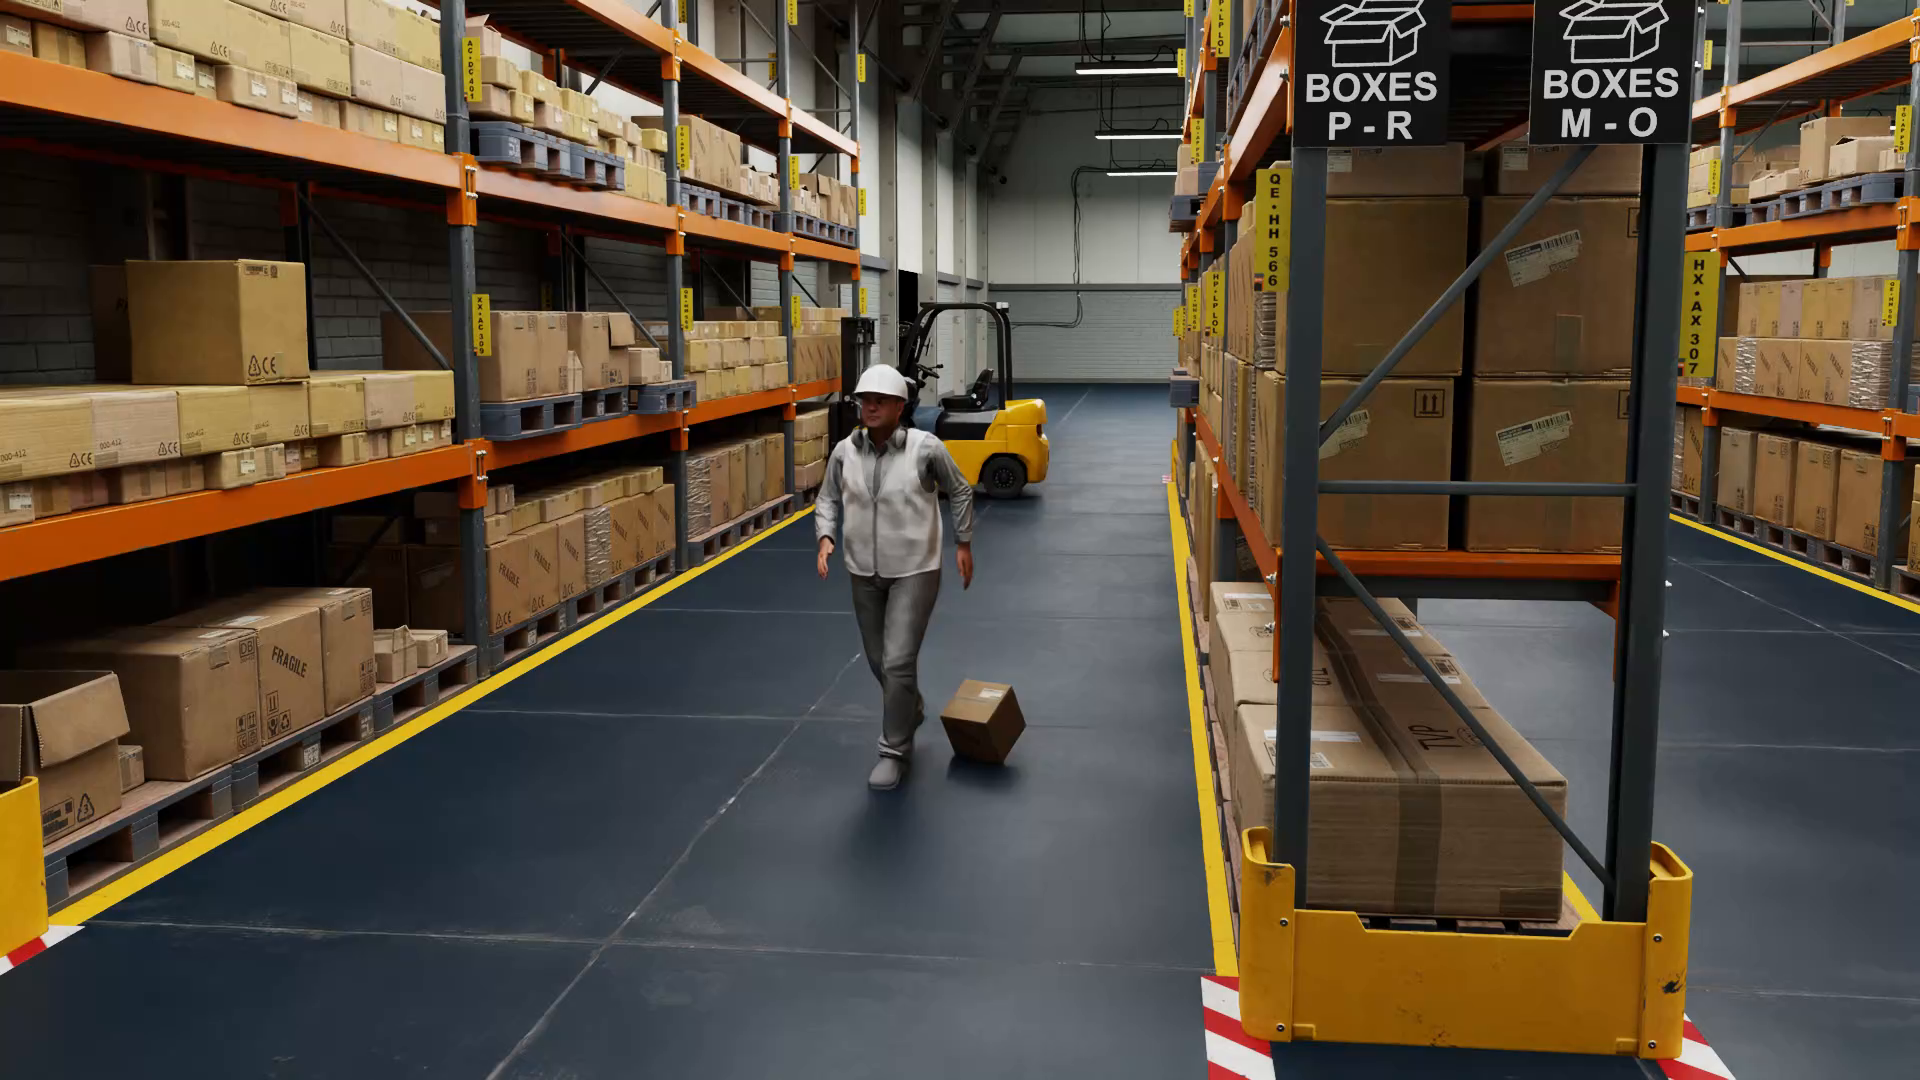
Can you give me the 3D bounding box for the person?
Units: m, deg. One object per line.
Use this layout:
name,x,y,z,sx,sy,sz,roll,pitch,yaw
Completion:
person,-0.287,0.126,7.235,0.673,1.778,0.802,3,8,23
